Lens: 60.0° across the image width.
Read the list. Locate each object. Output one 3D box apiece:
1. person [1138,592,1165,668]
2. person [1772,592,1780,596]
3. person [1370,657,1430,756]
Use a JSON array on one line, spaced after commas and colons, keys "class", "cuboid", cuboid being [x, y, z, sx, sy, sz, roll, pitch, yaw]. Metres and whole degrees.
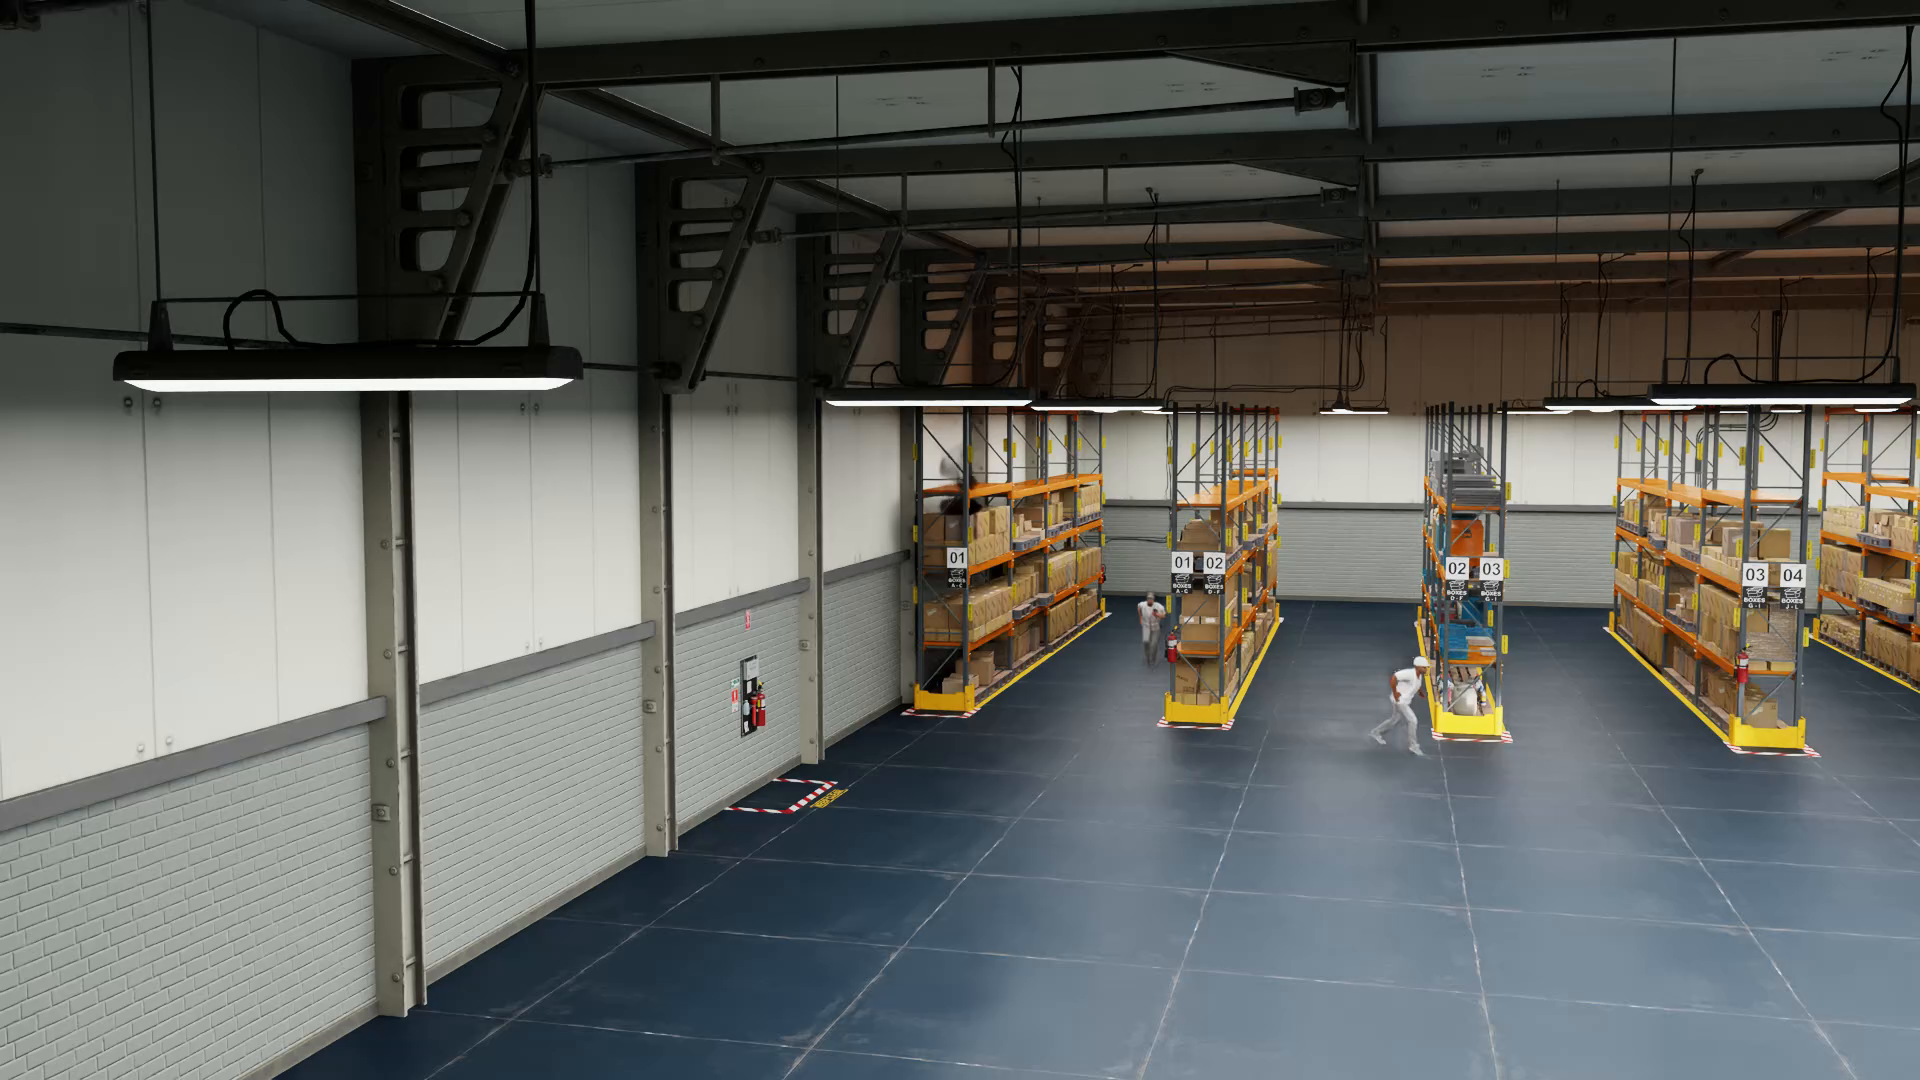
[{"class": "person", "cuboid": [4.392, 2.047, 38.184, 0.647, 1.757, 0.945, 1, 4, 9]}, {"class": "person", "cuboid": [21.266, 1.733, 43.779, 0.602, 1.588, 0.703, -4, 6, -41]}, {"class": "person", "cuboid": [7.495, 2.814, 28.363, 1.060, 1.716, 0.746, 4, 6, 41]}]
